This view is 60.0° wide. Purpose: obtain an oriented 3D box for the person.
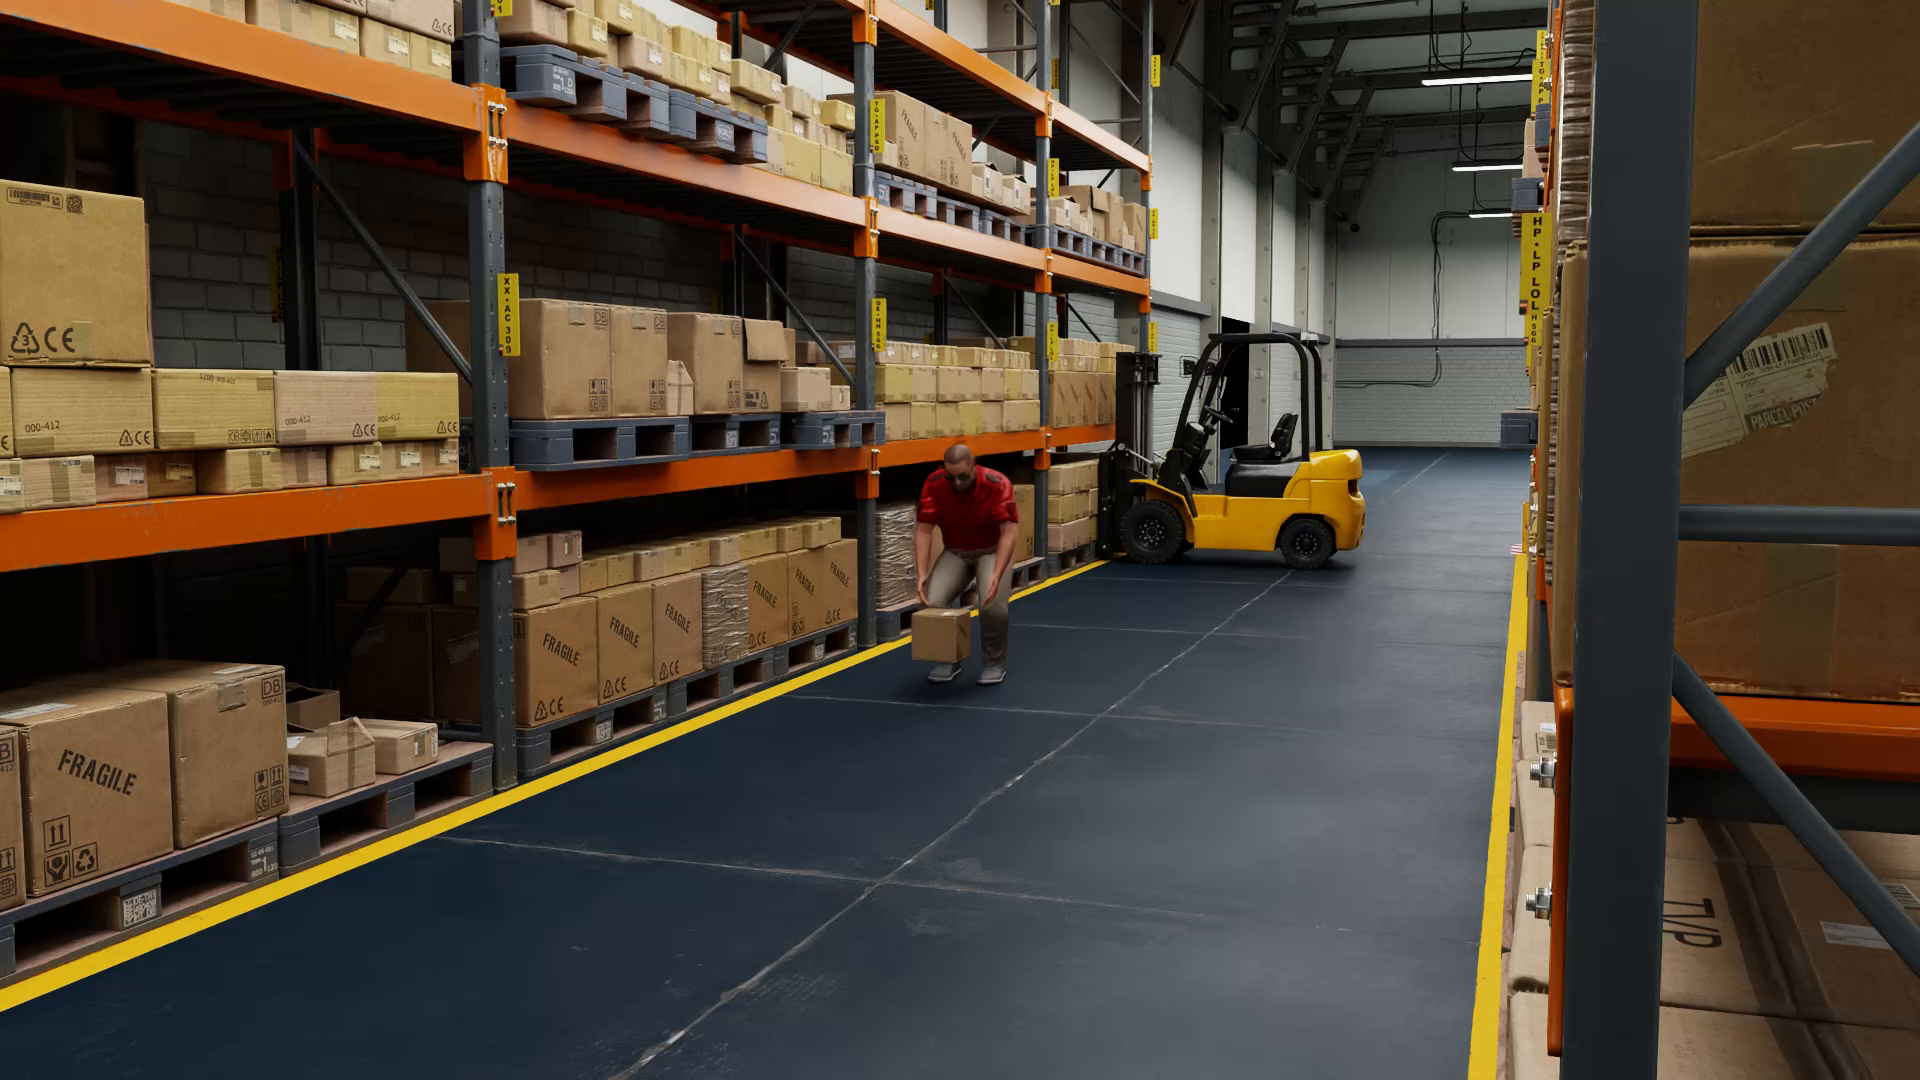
[{"bbox_3d":[0.070,0.129,9.296,0.590,1.352,0.739,2,5,19],"label":"person"}]
